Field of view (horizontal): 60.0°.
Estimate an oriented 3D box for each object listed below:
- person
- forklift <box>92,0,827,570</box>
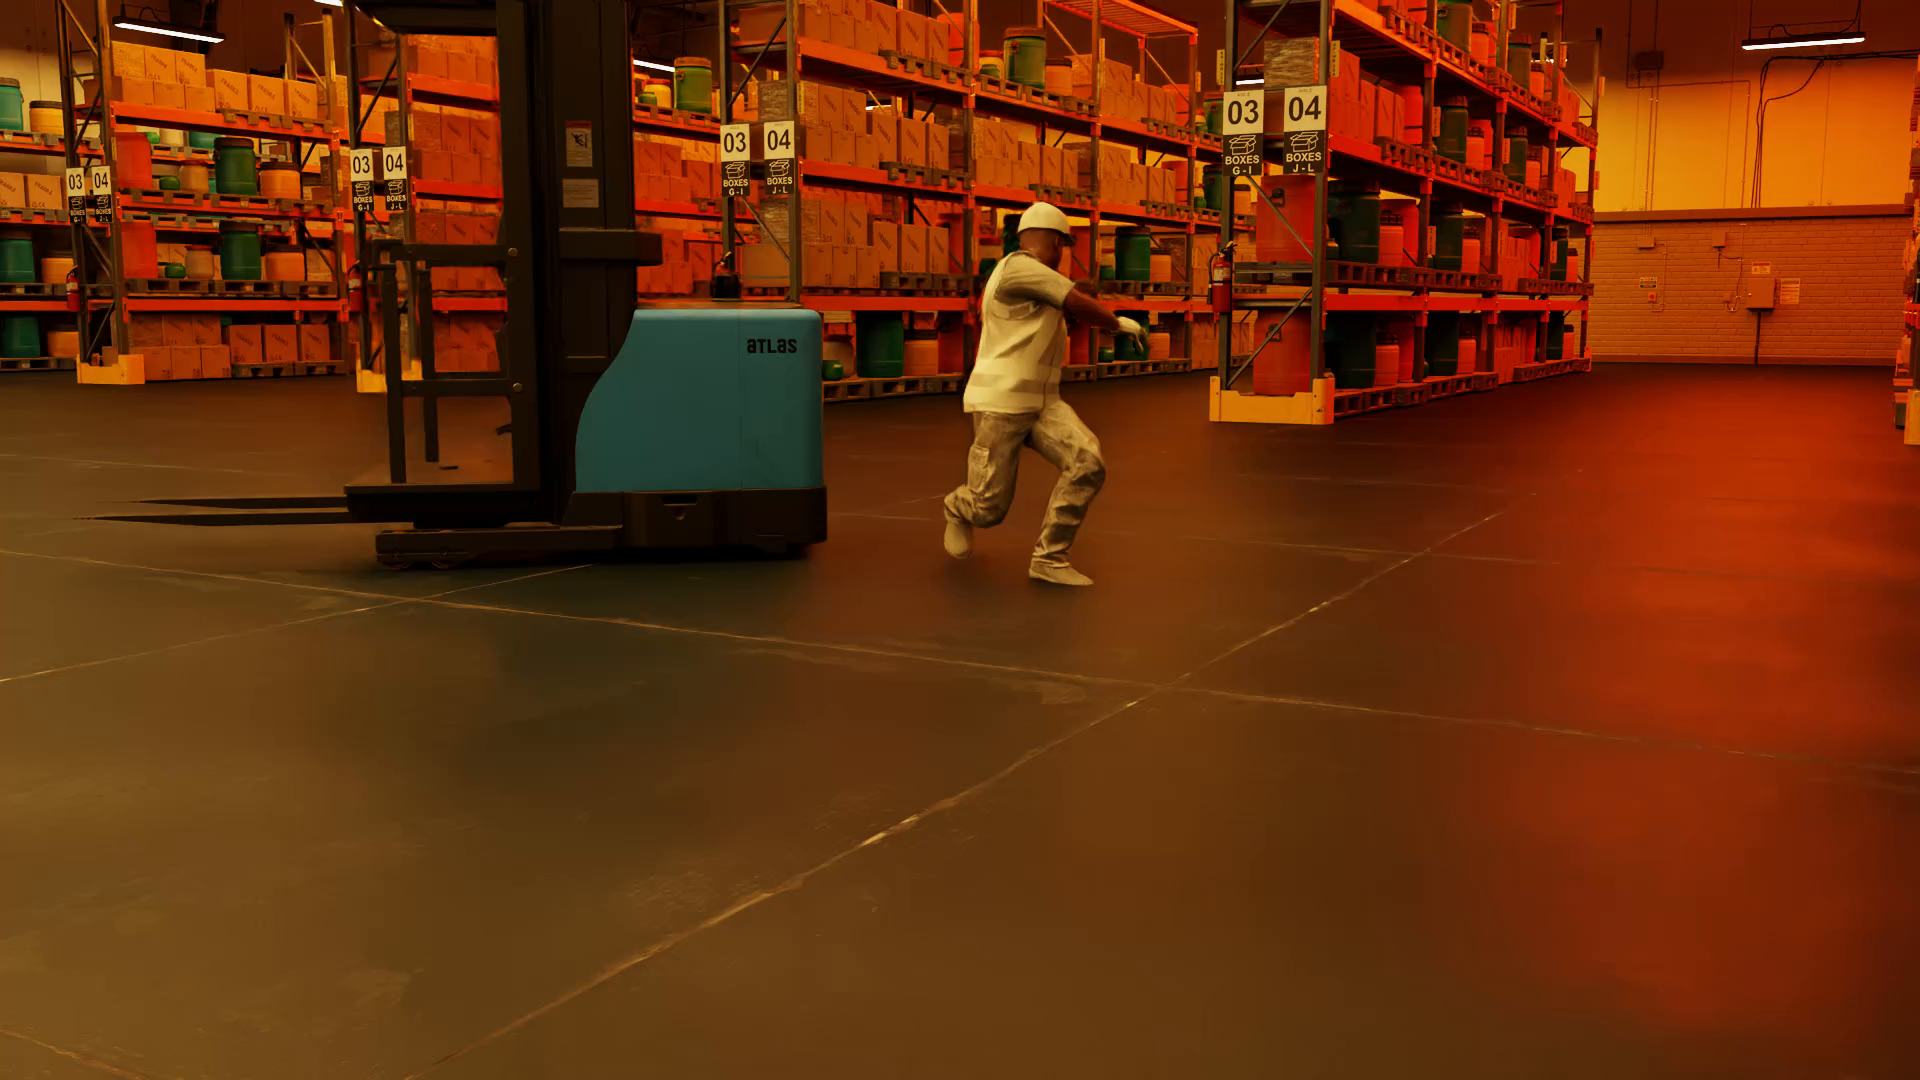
[{"bbox_3d":[0.282,-0.603,6.818,0.939,1.543,0.697,7,11,43],"label":"person"},{"bbox_3d":[-2.148,-1.404,7.266,3.031,2.935,1.130,-1,8,-10],"label":"forklift"}]
